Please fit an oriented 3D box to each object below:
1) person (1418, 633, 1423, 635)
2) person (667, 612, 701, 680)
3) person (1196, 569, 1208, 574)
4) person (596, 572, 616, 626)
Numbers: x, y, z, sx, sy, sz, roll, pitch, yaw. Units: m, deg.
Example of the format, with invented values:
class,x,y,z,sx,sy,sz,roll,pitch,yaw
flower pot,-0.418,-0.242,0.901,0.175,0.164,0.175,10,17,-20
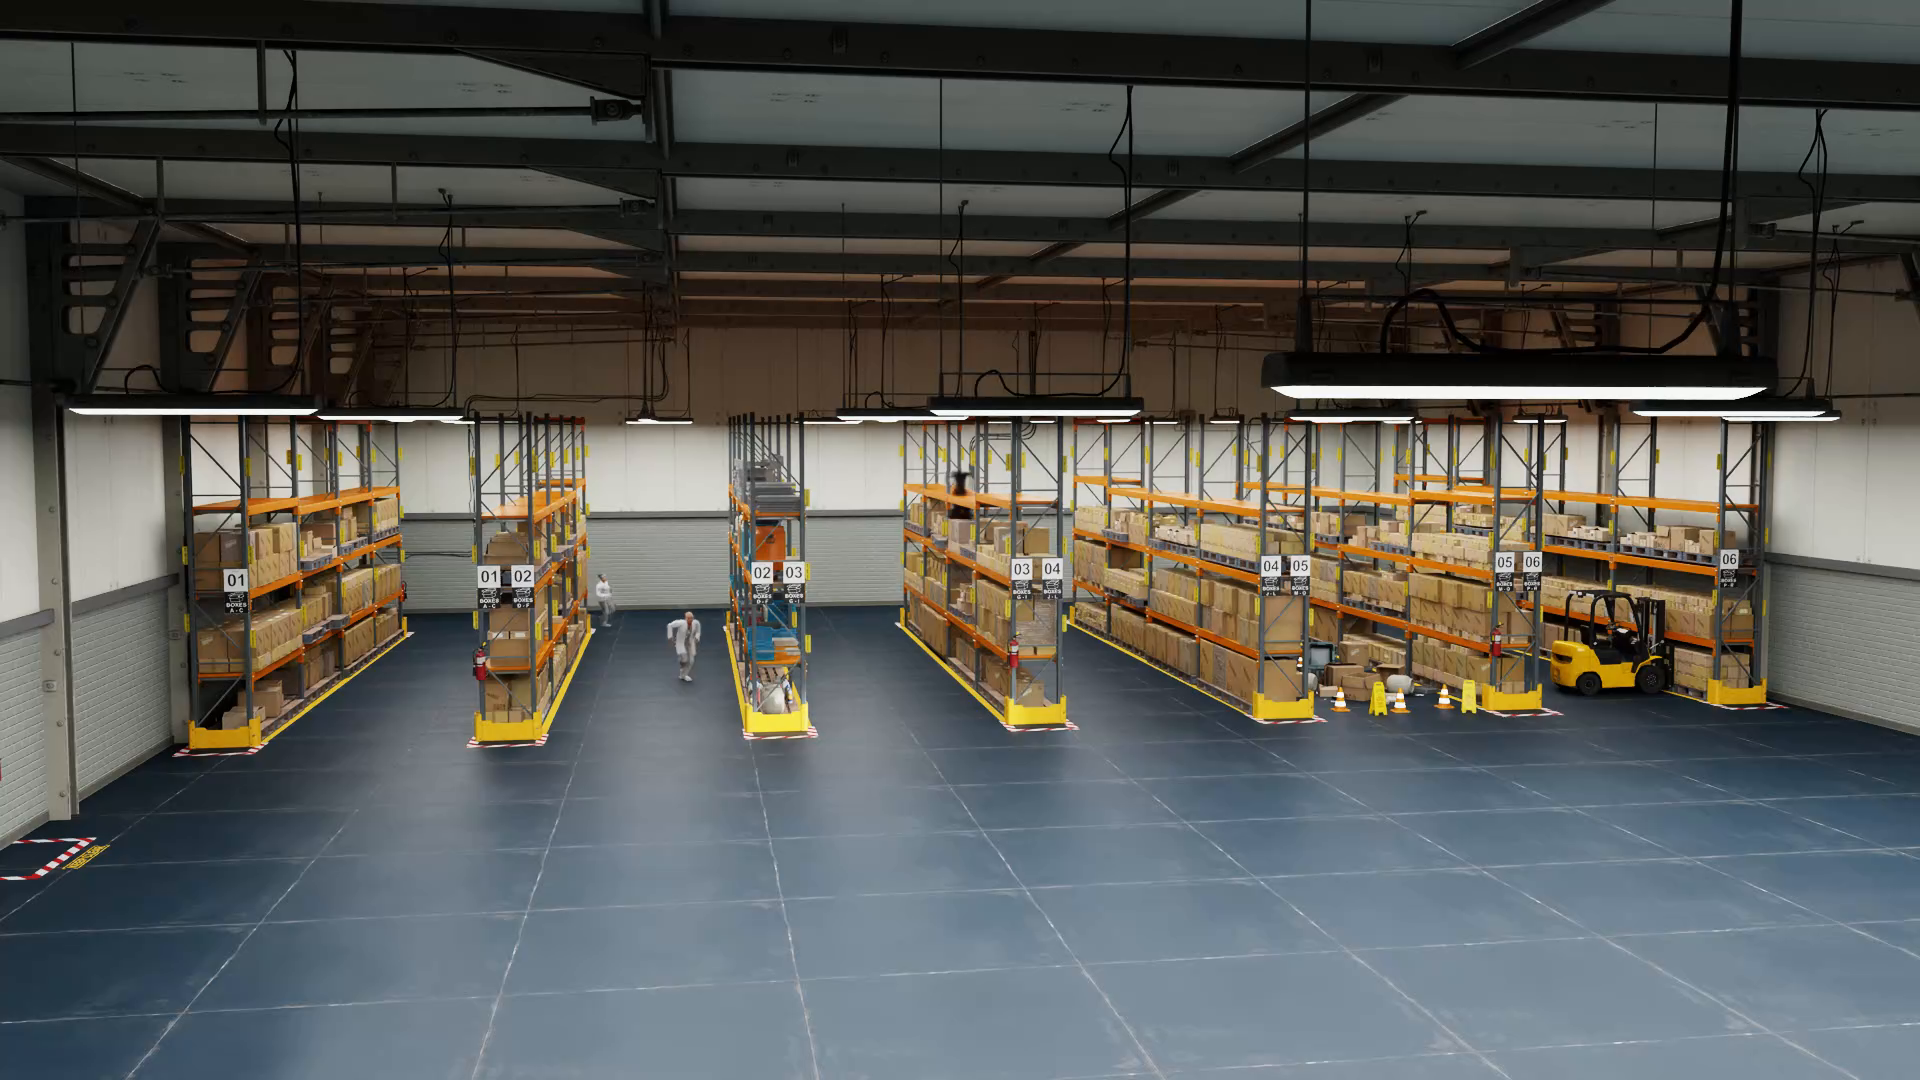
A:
class,x,y,z,sx,sy,sz,roll,pitch,yaw
person,12.112,1.917,43.033,0.697,1.747,0.931,-1,4,-18
person,-6.194,2.473,37.381,0.744,1.433,0.867,-2,4,-24
person,7.320,1.398,50.656,0.760,1.791,0.686,-1,4,-17
person,-10.117,1.698,47.413,0.514,1.590,0.696,1,4,21
